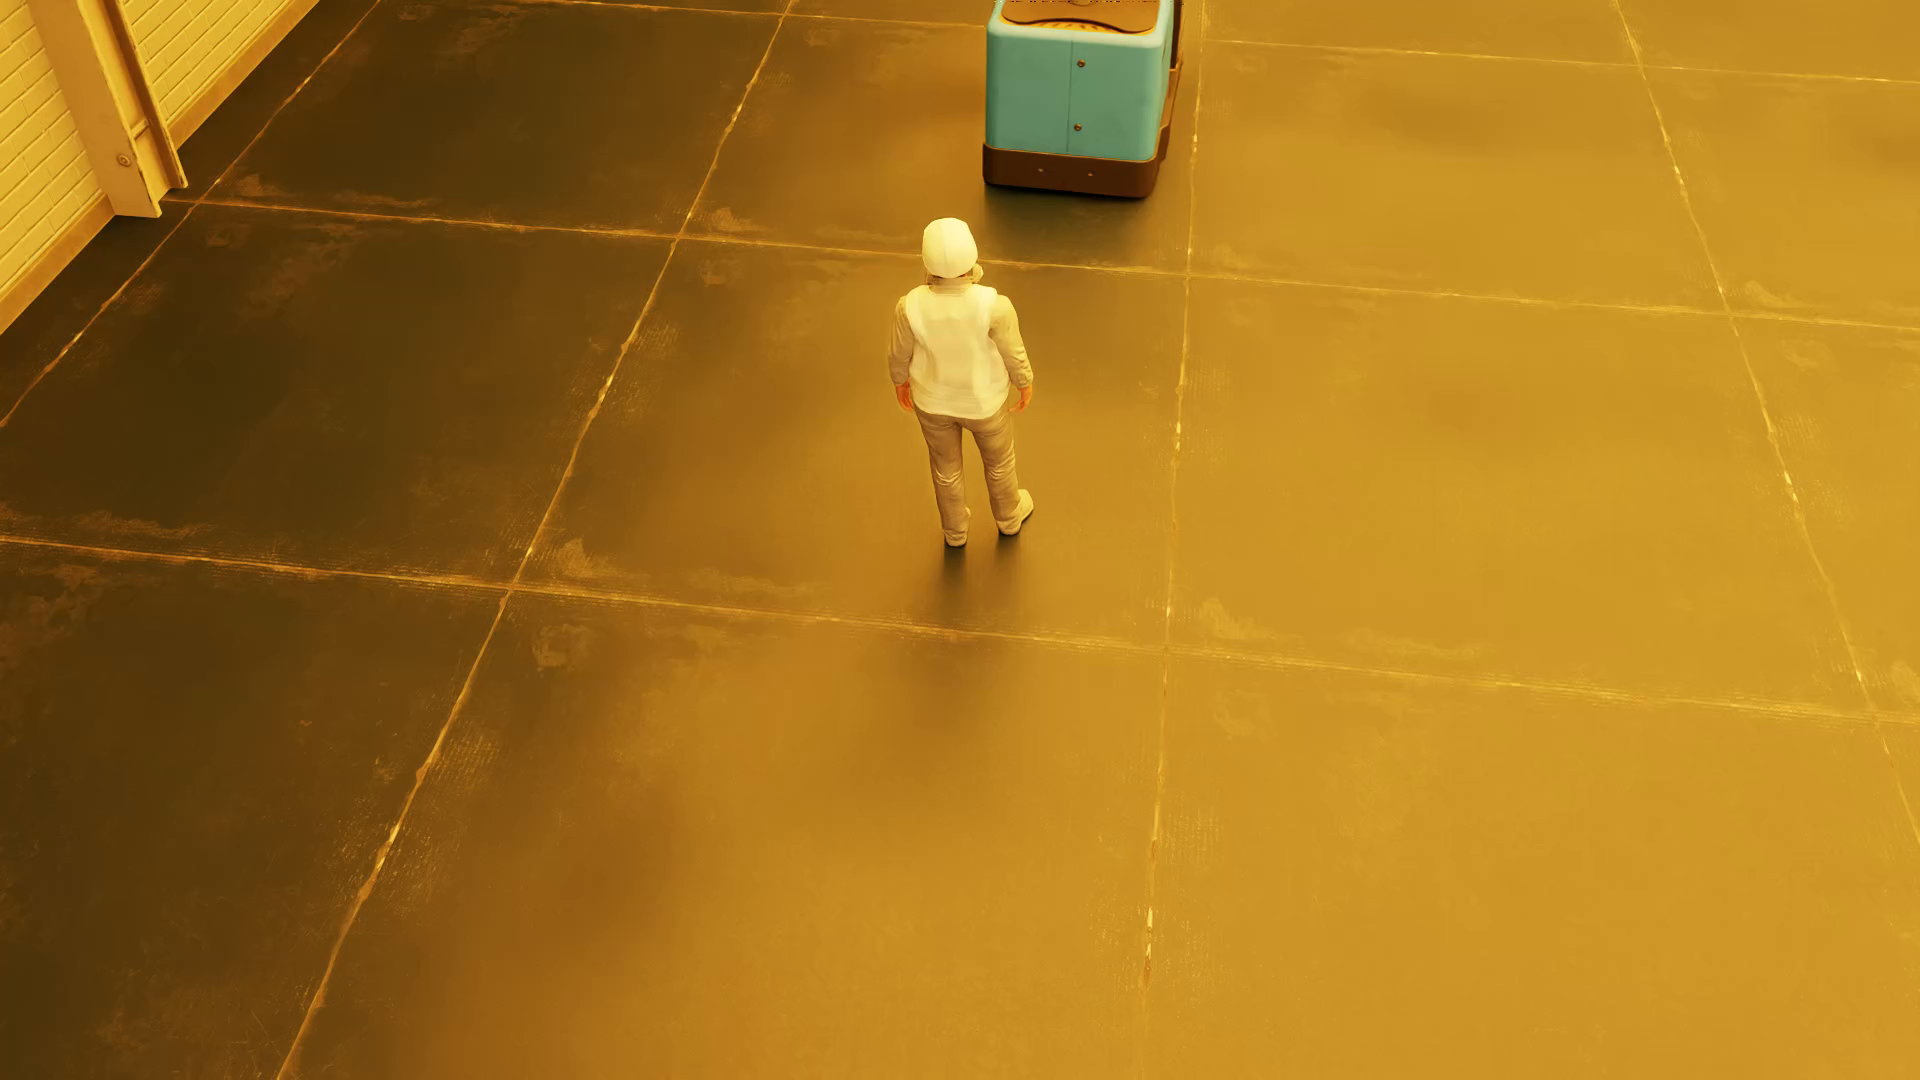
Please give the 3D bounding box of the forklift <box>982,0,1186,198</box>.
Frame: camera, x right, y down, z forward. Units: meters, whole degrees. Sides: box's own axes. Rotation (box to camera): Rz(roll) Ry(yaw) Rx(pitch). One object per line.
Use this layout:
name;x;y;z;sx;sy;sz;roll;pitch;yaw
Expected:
forklift;0.914;-4.151;10.243;1.130;2.935;3.031;7;43;8

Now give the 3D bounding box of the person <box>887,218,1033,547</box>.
person;0.017;-0.699;7.330;0.632;1.773;0.568;5;43;6
